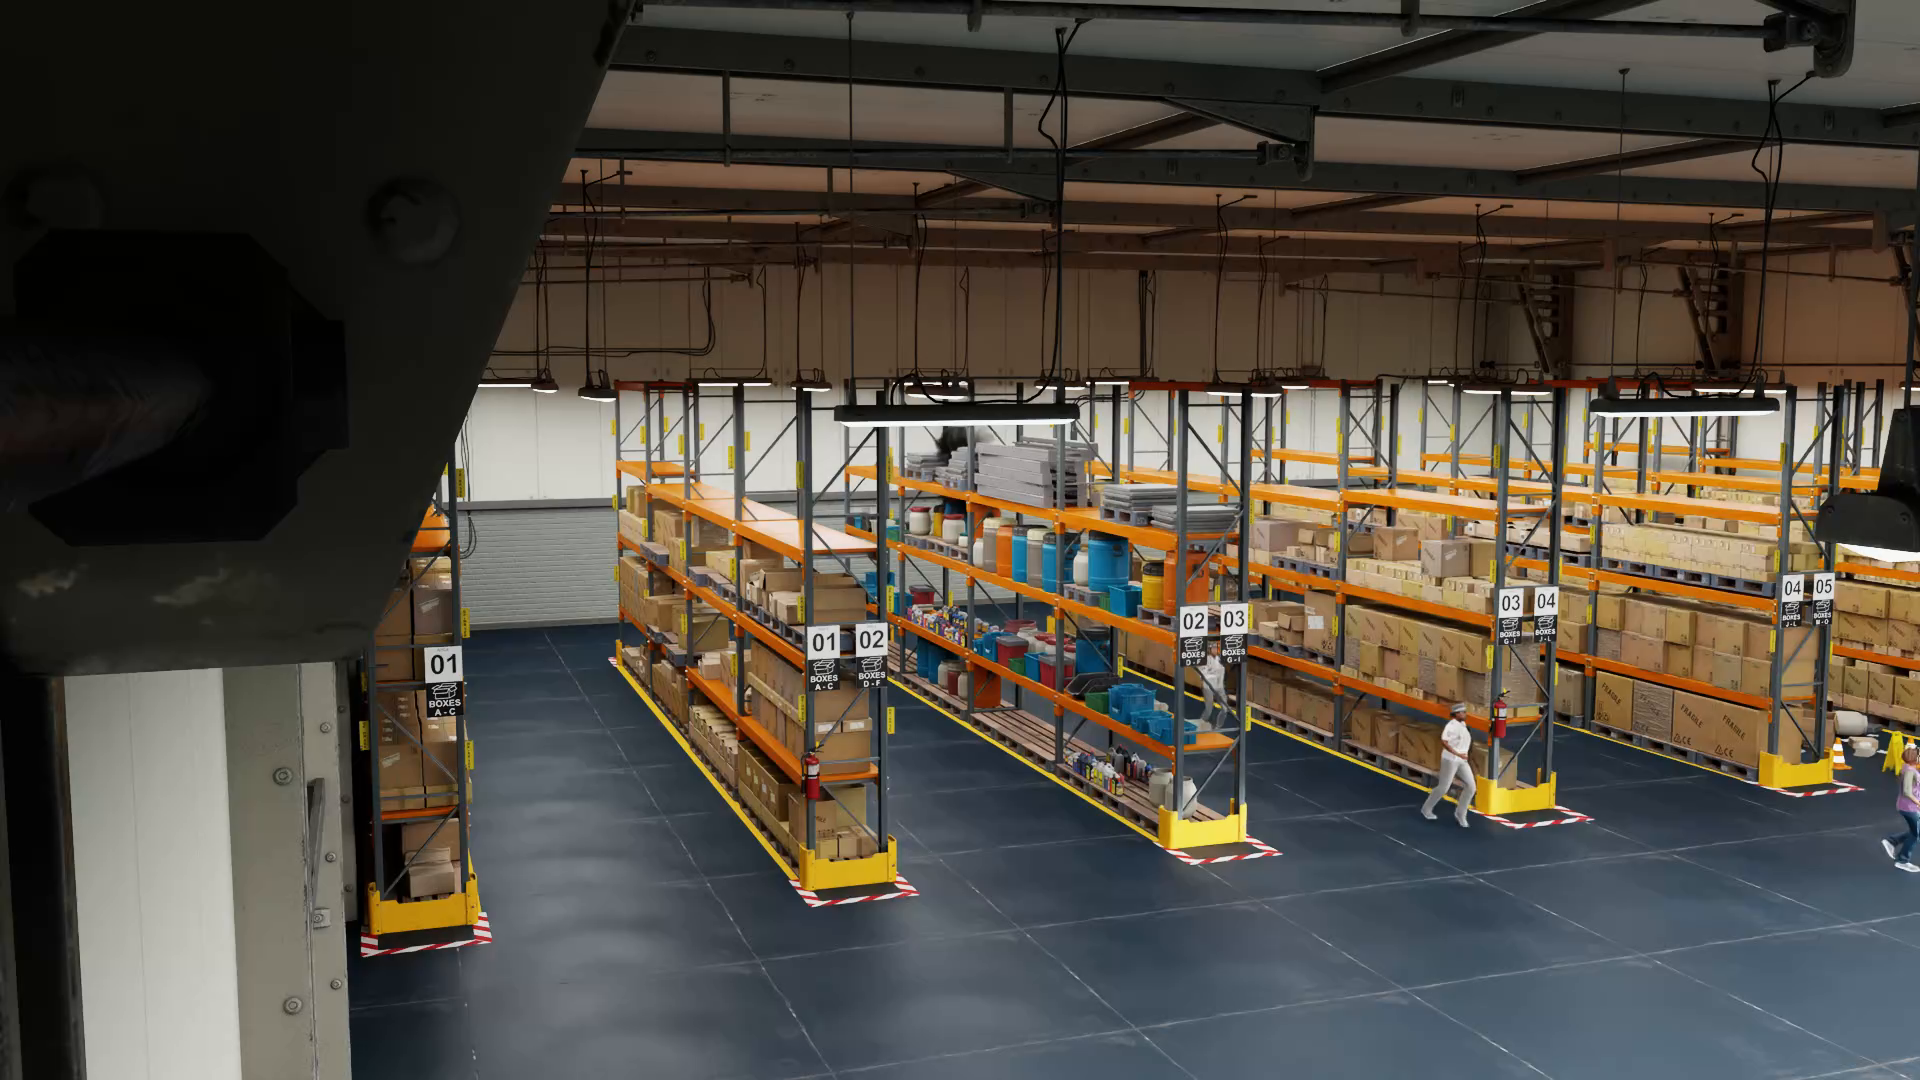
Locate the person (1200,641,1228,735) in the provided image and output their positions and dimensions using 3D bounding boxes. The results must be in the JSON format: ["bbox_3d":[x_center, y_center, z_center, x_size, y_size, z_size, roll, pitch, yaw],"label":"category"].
[{"bbox_3d":[4.283,2.536,27.994,0.592,1.734,0.684,-3,7,-27],"label":"person"}]

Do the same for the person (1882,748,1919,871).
[{"bbox_3d":[11.859,3.366,20.833,0.496,1.566,0.526,3,7,25],"label":"person"}]

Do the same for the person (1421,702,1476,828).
[{"bbox_3d":[6.834,3.083,23.031,0.660,1.714,0.686,-5,8,-40],"label":"person"}]
